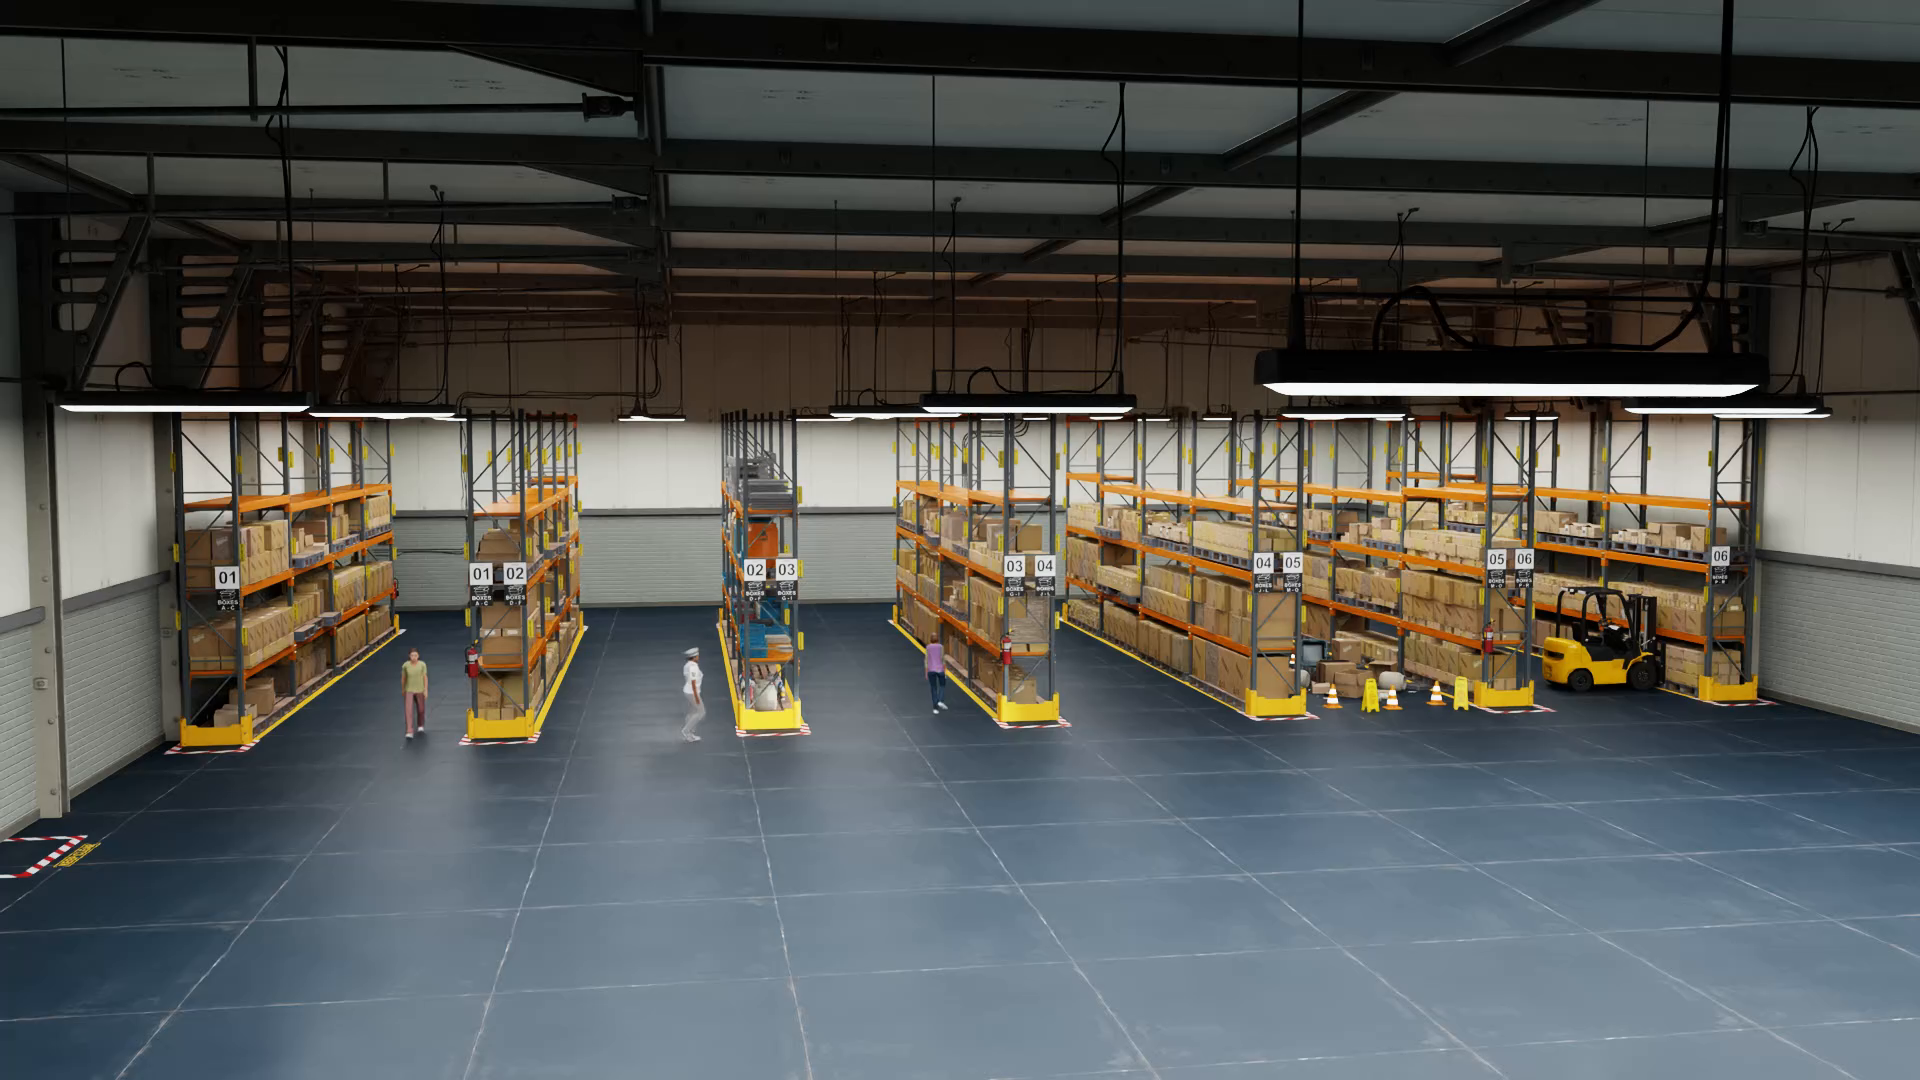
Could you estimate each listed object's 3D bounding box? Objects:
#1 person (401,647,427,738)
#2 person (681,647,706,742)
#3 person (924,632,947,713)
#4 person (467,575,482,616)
[{"bbox_3d":[-10.020,2.777,30.541,0.458,1.642,0.896,-2,4,-26],"label":"person"},{"bbox_3d":[-4.818,2.779,29.934,0.428,1.685,0.473,-1,4,-14],"label":"person"},{"bbox_3d":[-0.482,2.635,32.950,0.455,1.557,0.442,0,4,-2],"label":"person"},{"bbox_3d":[-14.386,1.380,49.531,0.927,1.750,0.590,2,5,29],"label":"person"}]
